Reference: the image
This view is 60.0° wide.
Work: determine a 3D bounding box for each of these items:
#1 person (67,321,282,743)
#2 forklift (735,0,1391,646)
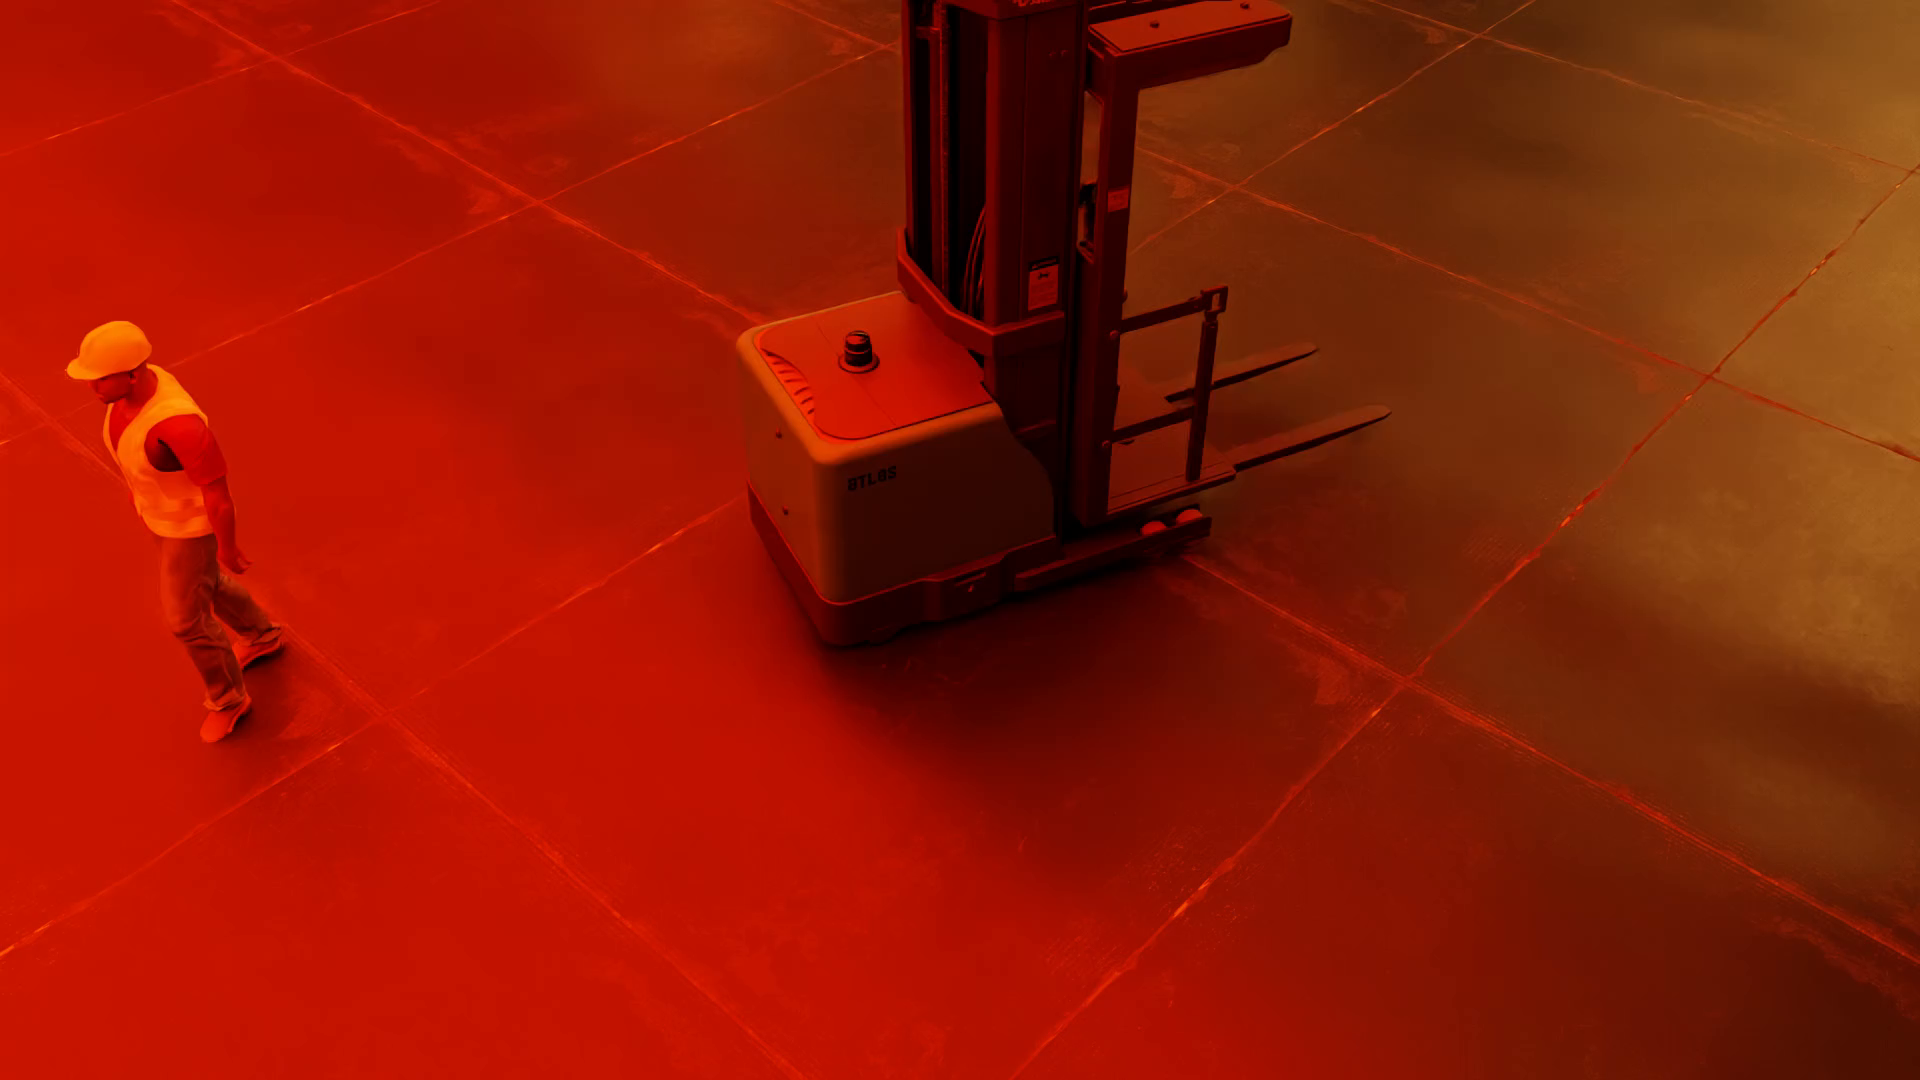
[{"bbox_3d":[-3.064,-0.051,6.441,0.552,1.802,0.663,-30,49,-30],"label":"person"},{"bbox_3d":[0.585,-1.325,6.973,3.031,2.935,1.130,-18,44,-19],"label":"forklift"}]
